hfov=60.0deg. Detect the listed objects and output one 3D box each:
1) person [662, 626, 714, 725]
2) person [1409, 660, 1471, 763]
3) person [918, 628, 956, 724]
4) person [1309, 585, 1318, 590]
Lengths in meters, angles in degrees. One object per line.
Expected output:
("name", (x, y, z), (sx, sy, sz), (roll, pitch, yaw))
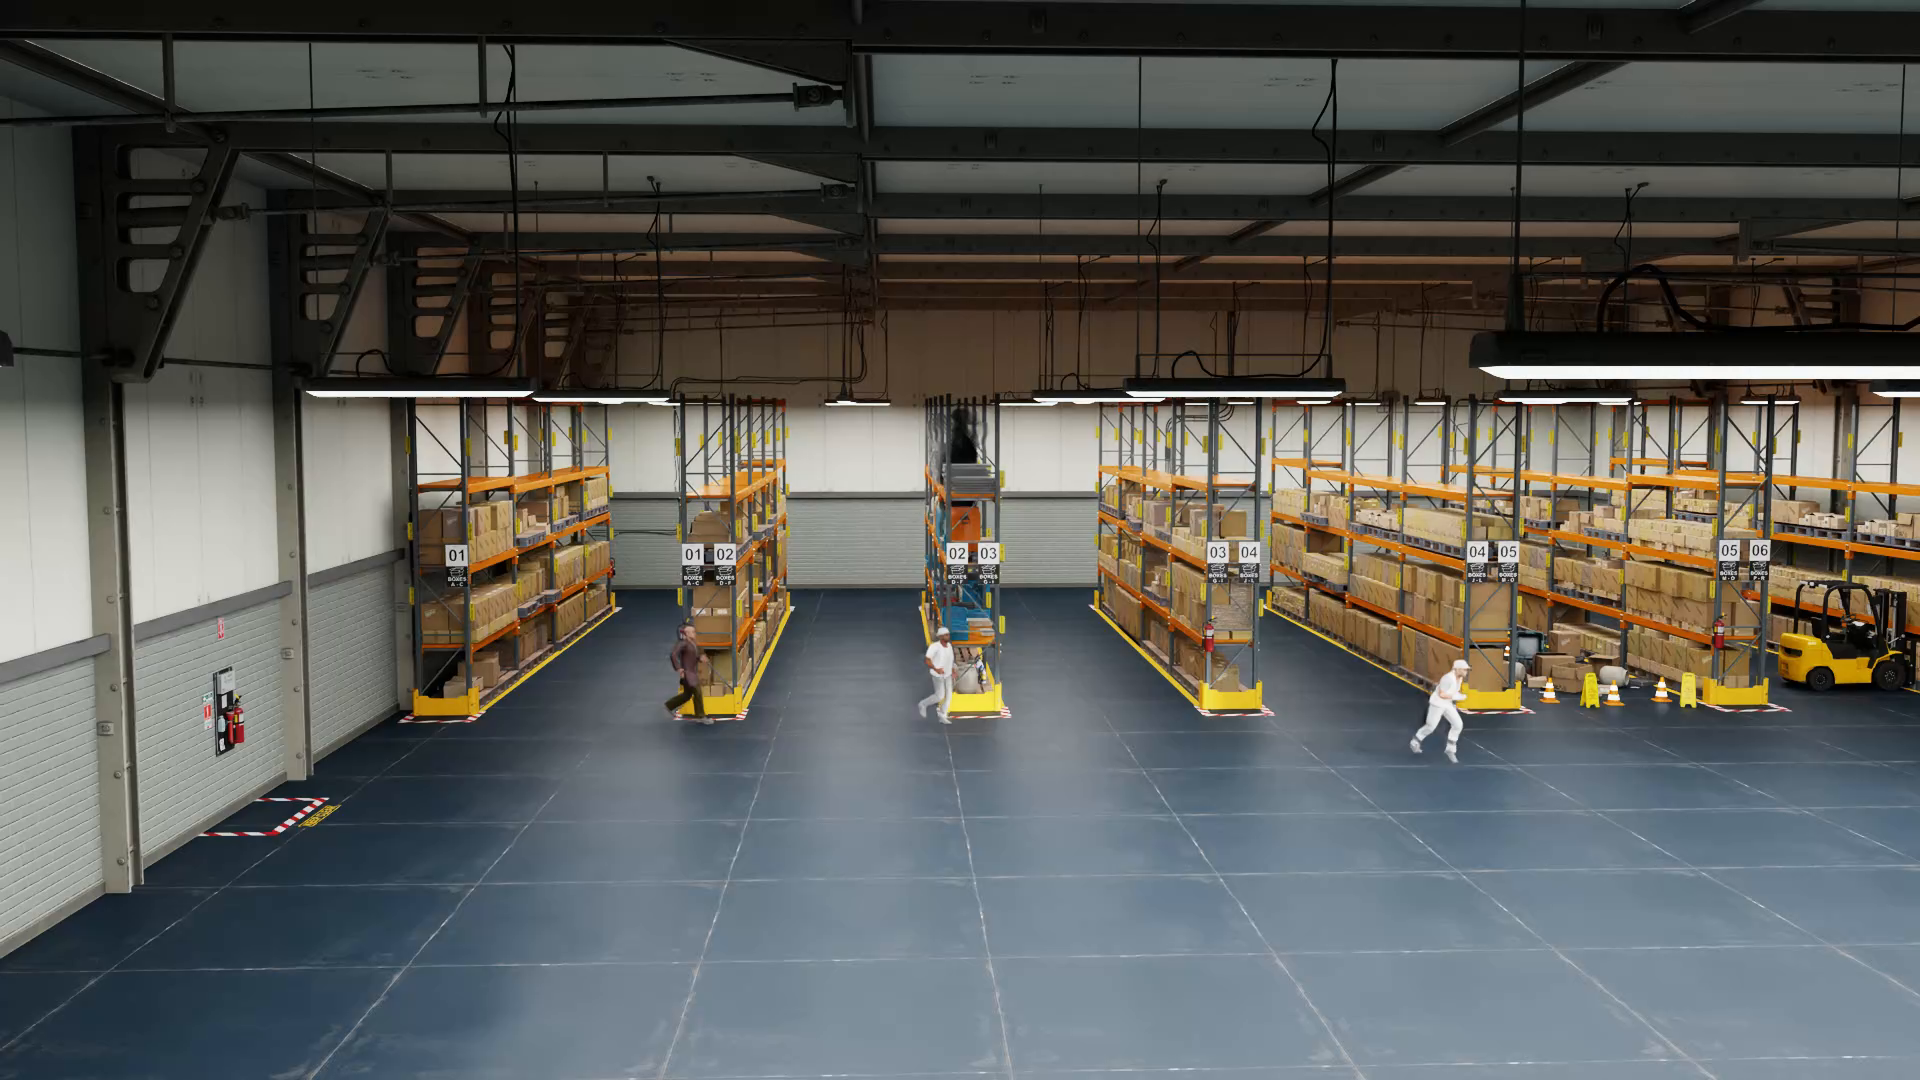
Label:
("person", (-4.956, 2.455, 30.238), (1.003, 1.786, 0.746), (1, 5, 8))
("person", (7.834, 2.768, 27.122), (1.019, 1.721, 0.705), (4, 6, 43))
("person", (-0.360, 2.461, 30.423), (0.766, 1.737, 0.743), (4, 6, 38))
("person", (10.270, 1.088, 48.674), (0.548, 1.593, 0.666), (3, 6, 36))
